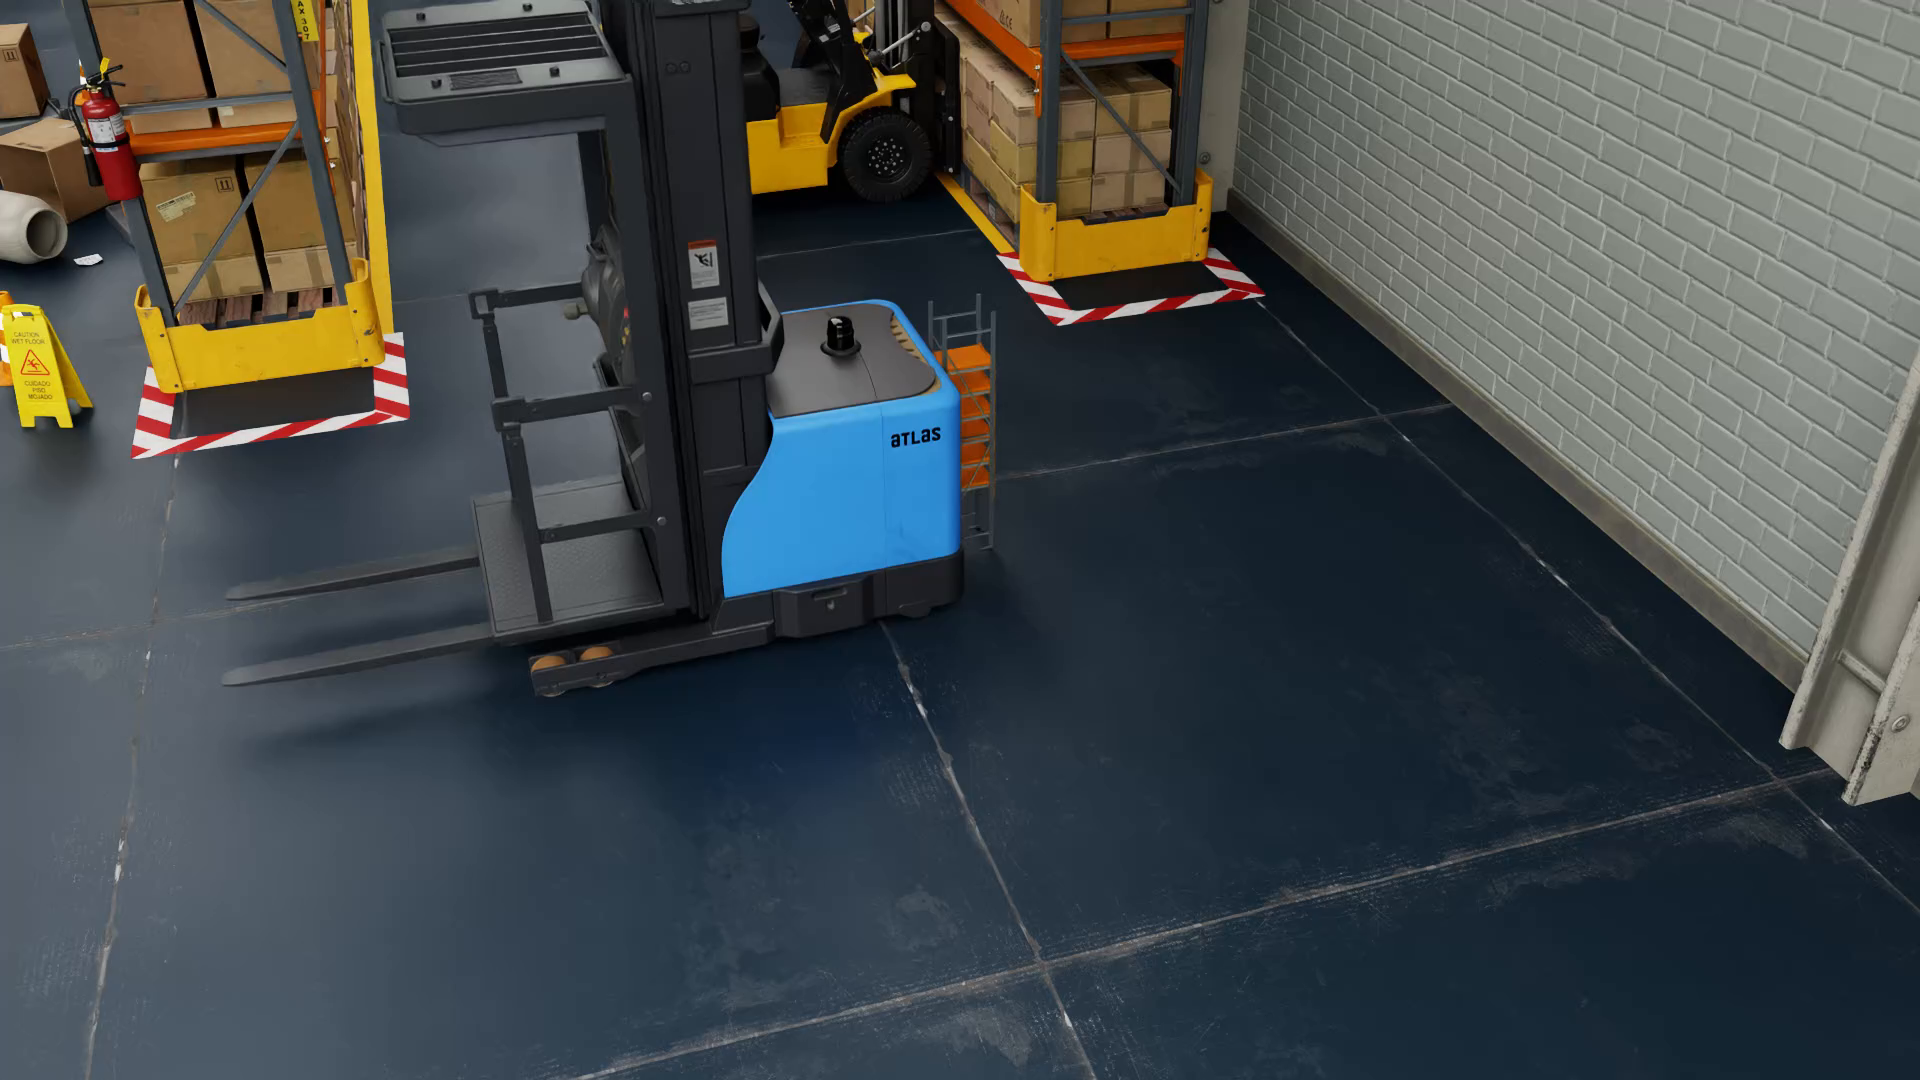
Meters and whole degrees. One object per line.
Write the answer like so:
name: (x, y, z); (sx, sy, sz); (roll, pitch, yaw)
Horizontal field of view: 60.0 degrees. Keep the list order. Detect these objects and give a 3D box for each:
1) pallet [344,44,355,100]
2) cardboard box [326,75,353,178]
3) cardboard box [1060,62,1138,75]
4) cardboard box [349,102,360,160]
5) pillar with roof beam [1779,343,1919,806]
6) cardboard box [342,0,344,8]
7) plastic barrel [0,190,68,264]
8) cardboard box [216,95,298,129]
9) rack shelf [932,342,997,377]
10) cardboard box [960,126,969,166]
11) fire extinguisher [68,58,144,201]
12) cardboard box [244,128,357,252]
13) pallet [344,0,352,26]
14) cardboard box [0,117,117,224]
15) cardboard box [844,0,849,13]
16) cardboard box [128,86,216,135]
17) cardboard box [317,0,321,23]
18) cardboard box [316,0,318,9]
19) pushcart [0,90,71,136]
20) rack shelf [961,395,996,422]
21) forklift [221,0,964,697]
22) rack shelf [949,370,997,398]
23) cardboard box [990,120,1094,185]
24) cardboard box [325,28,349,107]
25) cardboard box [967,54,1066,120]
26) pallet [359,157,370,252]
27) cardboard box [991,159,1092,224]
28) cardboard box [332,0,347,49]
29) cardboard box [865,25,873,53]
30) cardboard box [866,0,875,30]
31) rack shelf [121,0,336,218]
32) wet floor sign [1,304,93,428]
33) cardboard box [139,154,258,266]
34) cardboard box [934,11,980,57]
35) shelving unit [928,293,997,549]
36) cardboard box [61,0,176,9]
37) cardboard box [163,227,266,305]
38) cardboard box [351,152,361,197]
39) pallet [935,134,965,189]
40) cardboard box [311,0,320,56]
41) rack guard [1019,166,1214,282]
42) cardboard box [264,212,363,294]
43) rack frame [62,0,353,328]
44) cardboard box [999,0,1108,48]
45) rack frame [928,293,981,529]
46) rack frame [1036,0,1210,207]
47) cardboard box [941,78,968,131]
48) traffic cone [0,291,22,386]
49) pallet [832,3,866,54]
pallet: (-5.232, -3.524, 12.891); (1.003, 0.211, 1.213); (-10, 35, -15)
cardboard box: (-4.073, -2.540, 10.307); (0.500, 0.500, 0.500); (-9, 35, -14)
cardboard box: (0.830, -3.006, 10.785); (0.500, 0.250, 0.500); (-10, 35, -15)
cardboard box: (-4.385, -2.764, 11.325); (0.500, 0.250, 0.500); (-11, 35, -16)
pillar with roof beam: (-0.671, -2.161, 2.858); (9.100, 9.000, 0.400); (-10, 35, -15)
cardboard box: (-5.818, -4.773, 14.256); (0.950, 0.372, 0.625); (-11, 35, -16)
plastic barrel: (-5.845, -1.934, 10.292); (0.512, 0.421, 0.421); (13, 36, 18)
cardboard box: (-3.680, -2.287, 8.718); (0.380, 0.149, 0.250); (-10, 35, -15)
rack shelf: (0.008, -0.757, 7.234); (0.258, 0.103, 0.180); (-11, 35, -16)
cardboard box: (0.222, -2.764, 11.325); (0.500, 0.250, 0.500); (-10, 35, -14)
fire extinguisher: (-4.177, -2.009, 8.139); (0.296, 0.674, 0.183); (-10, 35, -15)
cardboard box: (-3.764, -2.002, 9.492); (0.500, 0.500, 0.500); (-11, 35, -16)
pallet: (-5.977, -4.805, 14.830); (1.003, 0.211, 1.213); (-10, 35, -15)
cardboard box: (-5.962, -2.446, 10.995); (0.500, 0.500, 0.500); (13, 36, 18)
cardboard box: (-0.667, -4.981, 14.340); (0.875, 0.625, 0.625); (-10, 35, -15)
cardboard box: (-4.091, -2.234, 8.638); (0.380, 0.149, 0.250); (-9, 34, -13)
cardboard box: (-4.130, -3.255, 10.183); (0.380, 0.149, 0.250); (-10, 35, -14)
cardboard box: (-4.134, -3.444, 9.881); (0.500, 0.500, 0.500); (-11, 35, -16)
pushcart: (-7.150, -2.775, 11.607); (1.648, 0.377, 0.936); (-23, 40, -31)
rack shelf: (0.008, -0.557, 7.367); (0.258, 0.103, 0.180); (-11, 35, -16)
forklift: (-1.557, -0.912, 6.472); (3.031, 2.935, 1.130); (-11, 35, -15)
rack shelf: (0.008, -0.657, 7.301); (0.258, 0.103, 0.180); (-11, 35, -16)
cardboard box: (0.507, -2.455, 10.404); (0.500, 0.250, 0.500); (-10, 35, -15)
cardboard box: (-4.401, -3.087, 11.134); (0.500, 0.500, 0.500); (-9, 35, -14)
cardboard box: (0.354, -2.917, 10.650); (0.500, 0.250, 0.500); (-9, 35, -14)
pallet: (-4.379, -2.127, 10.777); (1.003, 0.211, 1.213); (-10, 35, -15)
cardboard box: (0.508, -2.237, 10.528); (0.500, 0.250, 0.500); (-10, 35, -14)
cardboard box: (-5.378, -4.009, 13.100); (0.950, 0.372, 0.625); (-8, 34, -12)
cardboard box: (-0.435, -3.834, 12.944); (0.500, 0.250, 0.500); (-10, 35, -14)
cardboard box: (-0.414, -4.046, 12.812); (0.500, 0.250, 0.500); (-10, 35, -15)
rack shelf: (-4.383, -2.929, 10.114); (1.077, 0.370, 4.000); (-10, 35, -15)
wet floor sign: (-4.734, -0.917, 8.552); (0.267, 0.644, 0.232); (1, 33, 2)
cardboard box: (-4.266, -1.896, 9.332); (0.500, 0.500, 0.500); (-10, 35, -14)
cardboard box: (0.043, -3.448, 11.453); (0.500, 0.250, 0.500); (-11, 35, -16)
shelving unit: (0.008, -0.494, 7.409); (0.258, 1.200, 0.189); (-11, 35, -16)
cardboard box: (-4.137, -2.993, 8.291); (0.700, 0.500, 0.500); (-11, 35, -16)
cardboard box: (-4.283, -1.598, 9.561); (0.500, 0.250, 0.500); (-10, 35, -15)
cardboard box: (-4.083, -2.230, 10.518); (0.500, 0.250, 0.500); (-8, 34, -12)
pallet: (0.311, -2.886, 11.926); (1.003, 0.211, 1.213); (-10, 35, -15)
cardboard box: (-3.815, -2.911, 9.074); (0.500, 0.500, 0.500); (-9, 35, -13)
rack guard: (0.960, -1.960, 10.262); (1.175, 0.500, 0.348); (-10, 35, -15)
cardboard box: (-3.756, -1.677, 9.680); (0.500, 0.250, 0.500); (-10, 35, -15)
rack frame: (-3.773, -2.179, 8.326); (1.000, 3.000, 0.127); (-10, 35, -15)
cardboard box: (0.552, -3.271, 9.889); (0.500, 0.500, 0.500); (-11, 35, -16)
rack frame: (-0.022, -0.542, 7.481); (0.240, 1.200, 0.006); (-11, 35, -16)
rack frame: (0.953, -3.015, 9.592); (1.000, 3.000, 0.127); (-10, 35, -15)
cardboard box: (0.186, -2.988, 11.210); (0.500, 0.250, 0.500); (-11, 35, -16)
traffic cone: (-5.133, -1.129, 9.039); (0.336, 0.463, 0.334); (-10, 35, -15)
pallet: (-0.529, -4.332, 14.115); (1.003, 0.211, 1.213); (-10, 35, -15)
